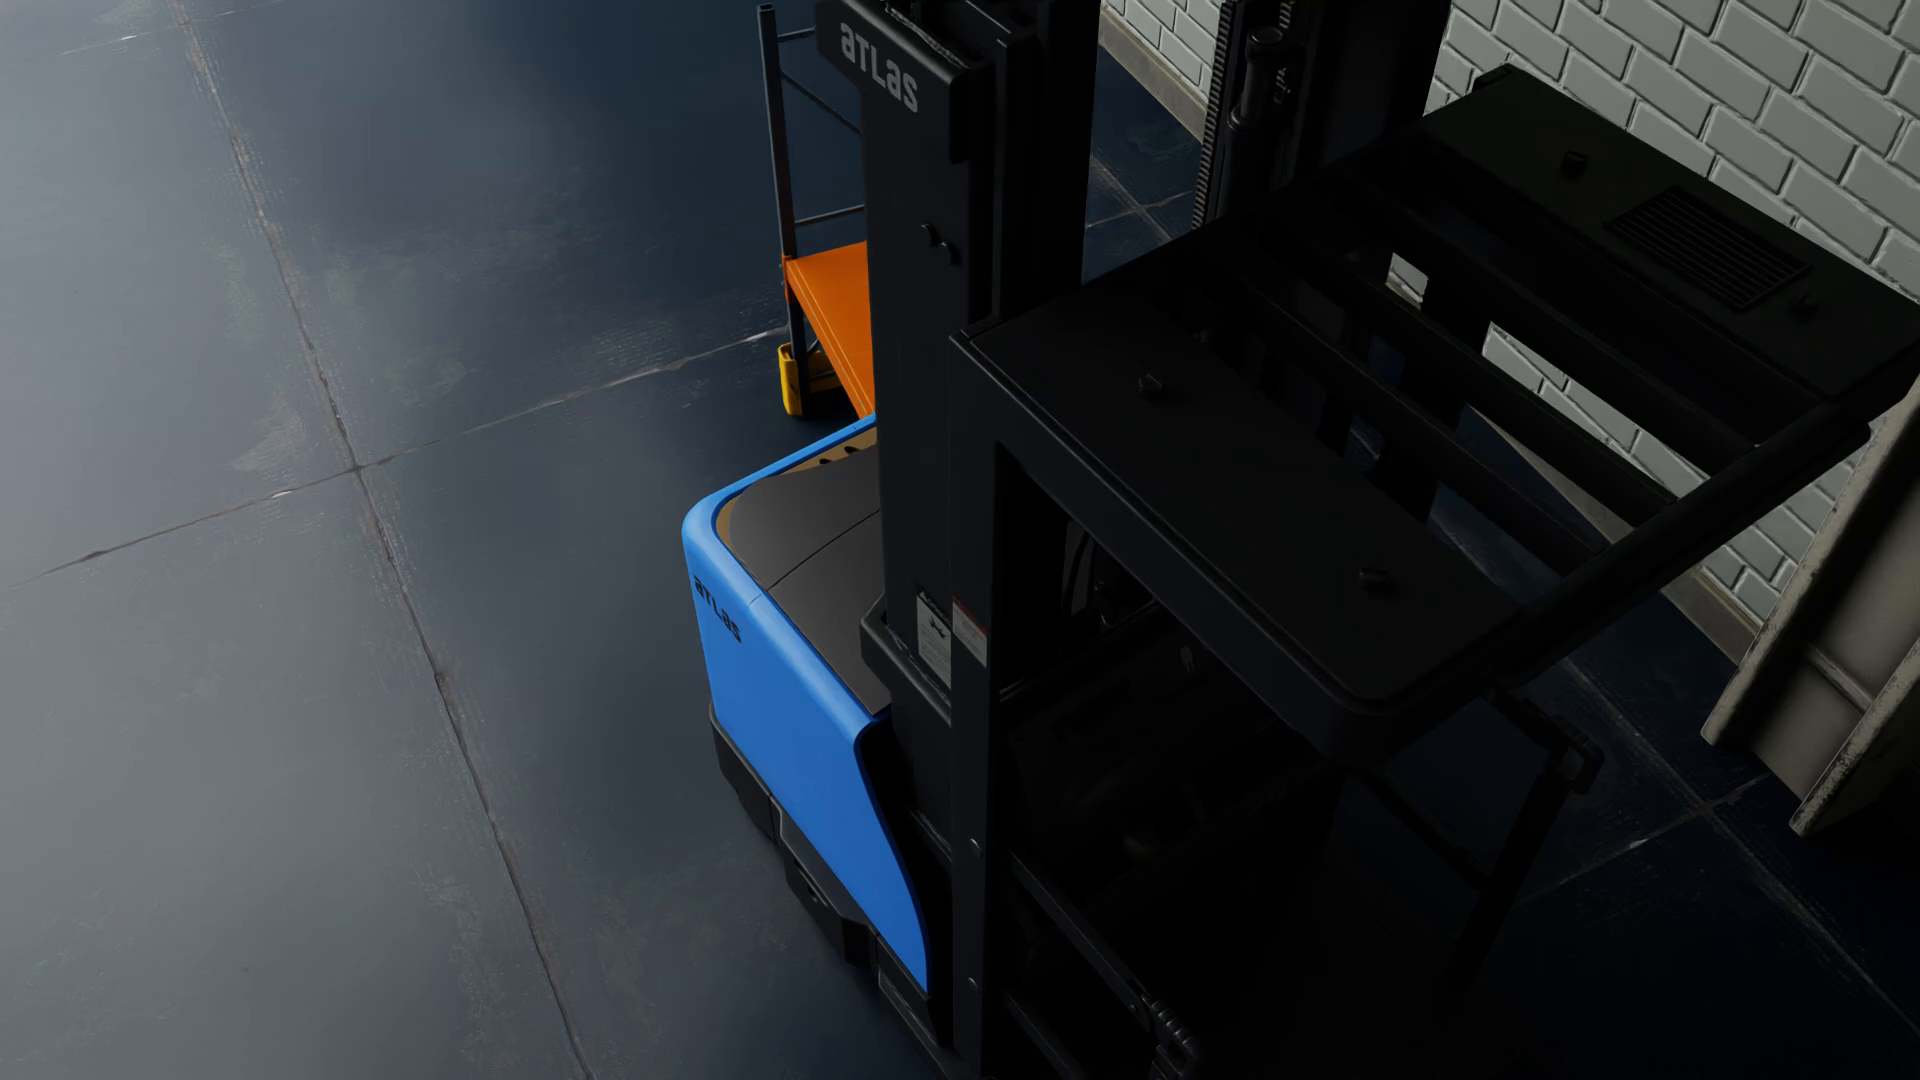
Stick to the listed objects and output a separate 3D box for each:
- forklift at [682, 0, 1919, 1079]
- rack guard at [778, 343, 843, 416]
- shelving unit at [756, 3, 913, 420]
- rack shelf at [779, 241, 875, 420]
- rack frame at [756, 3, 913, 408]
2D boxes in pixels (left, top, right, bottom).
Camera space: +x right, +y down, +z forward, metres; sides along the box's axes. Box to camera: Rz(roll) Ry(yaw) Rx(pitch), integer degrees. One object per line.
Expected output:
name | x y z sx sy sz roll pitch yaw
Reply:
forklift | 0.603 0.355 2.992 1.130 2.935 3.031 -29 55 -23
rack guard | -0.317 -0.608 5.616 0.587 0.250 0.087 -17 51 -14
shelving unit | -0.129 -0.673 4.842 0.587 1.500 1.083 -17 51 -14
rack shelf | -0.126 -0.548 4.972 0.538 0.185 1.000 -17 51 -14
rack frame | -0.318 -1.021 5.146 0.500 1.500 0.032 -17 51 -14
